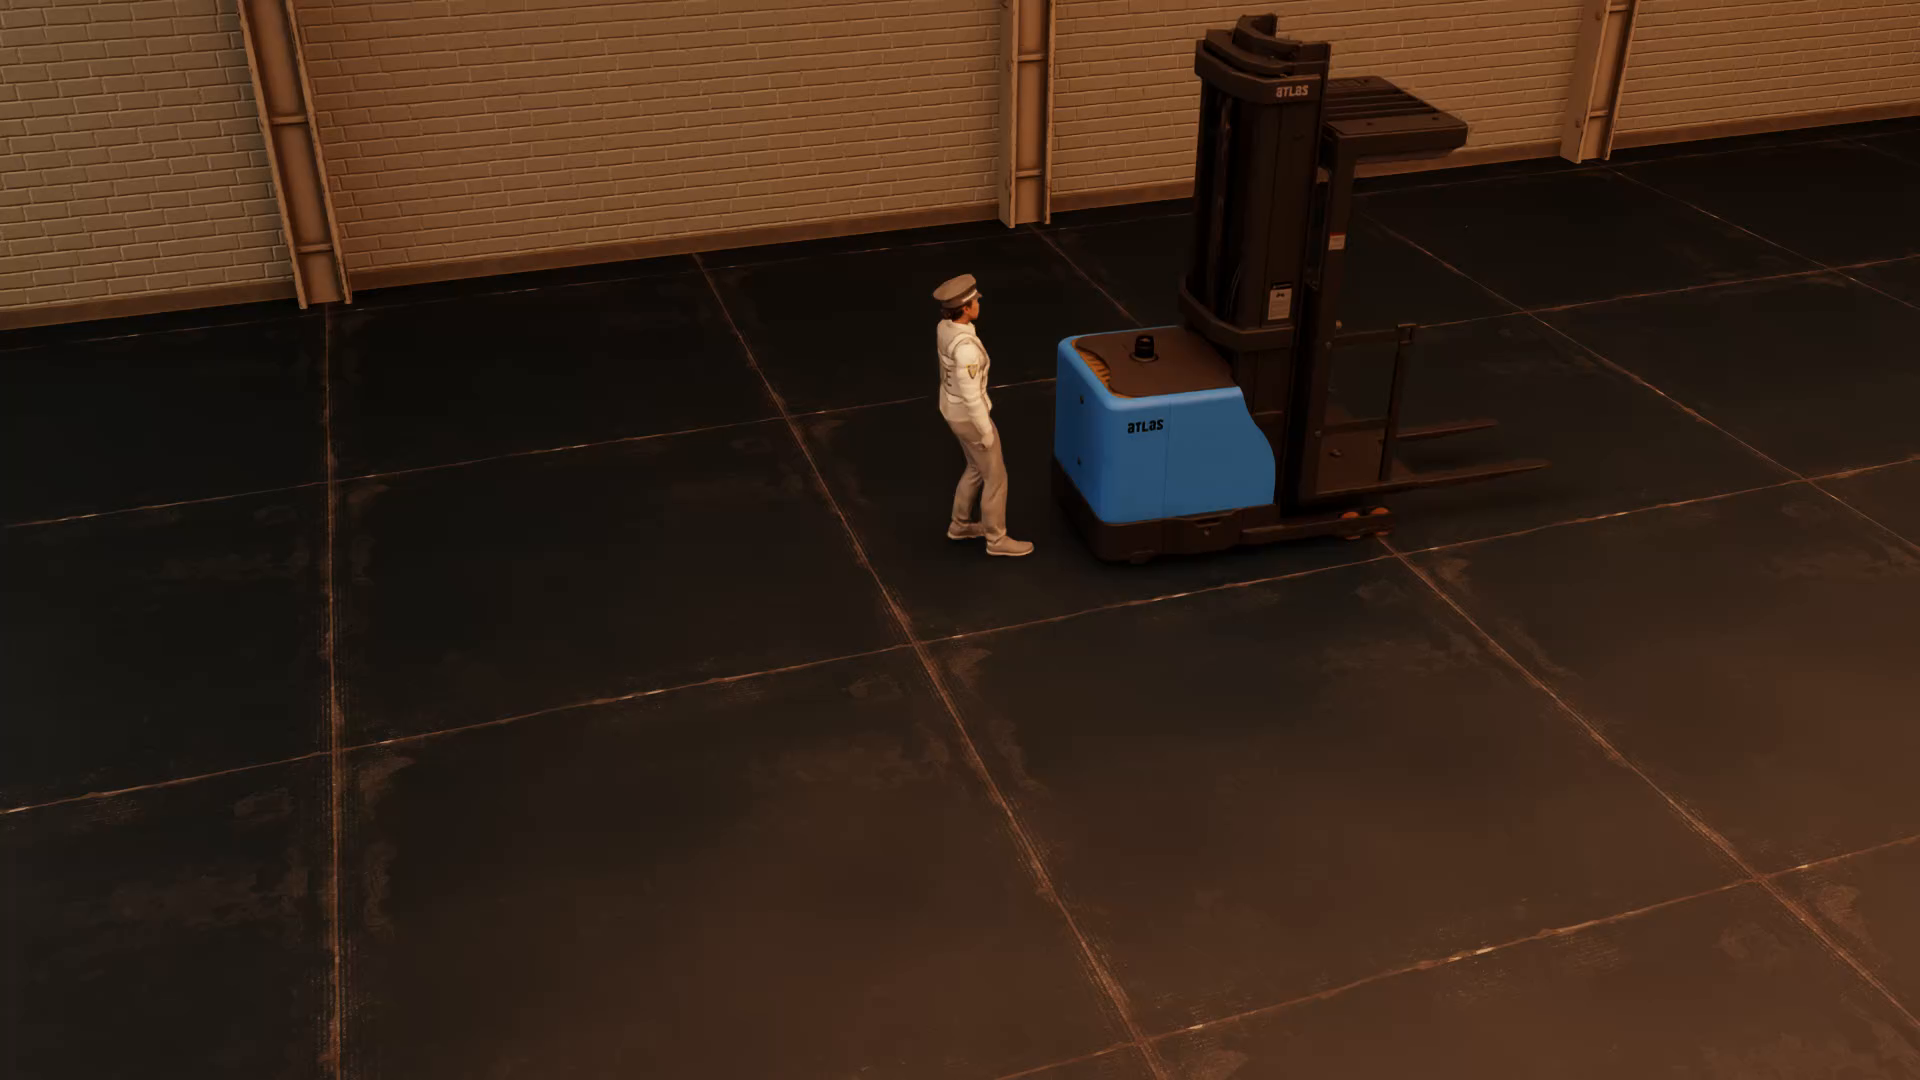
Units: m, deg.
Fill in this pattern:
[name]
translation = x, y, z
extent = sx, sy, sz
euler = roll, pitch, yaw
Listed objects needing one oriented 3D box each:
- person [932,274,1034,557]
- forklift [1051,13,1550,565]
[person]
translation = 0.122, -0.740, 9.662
extent = 0.538, 1.679, 0.617
euler = -7, 31, -12
[forklift]
translation = 2.147, -1.519, 9.727
extent = 3.031, 2.935, 1.130
euler = -8, 31, -13
